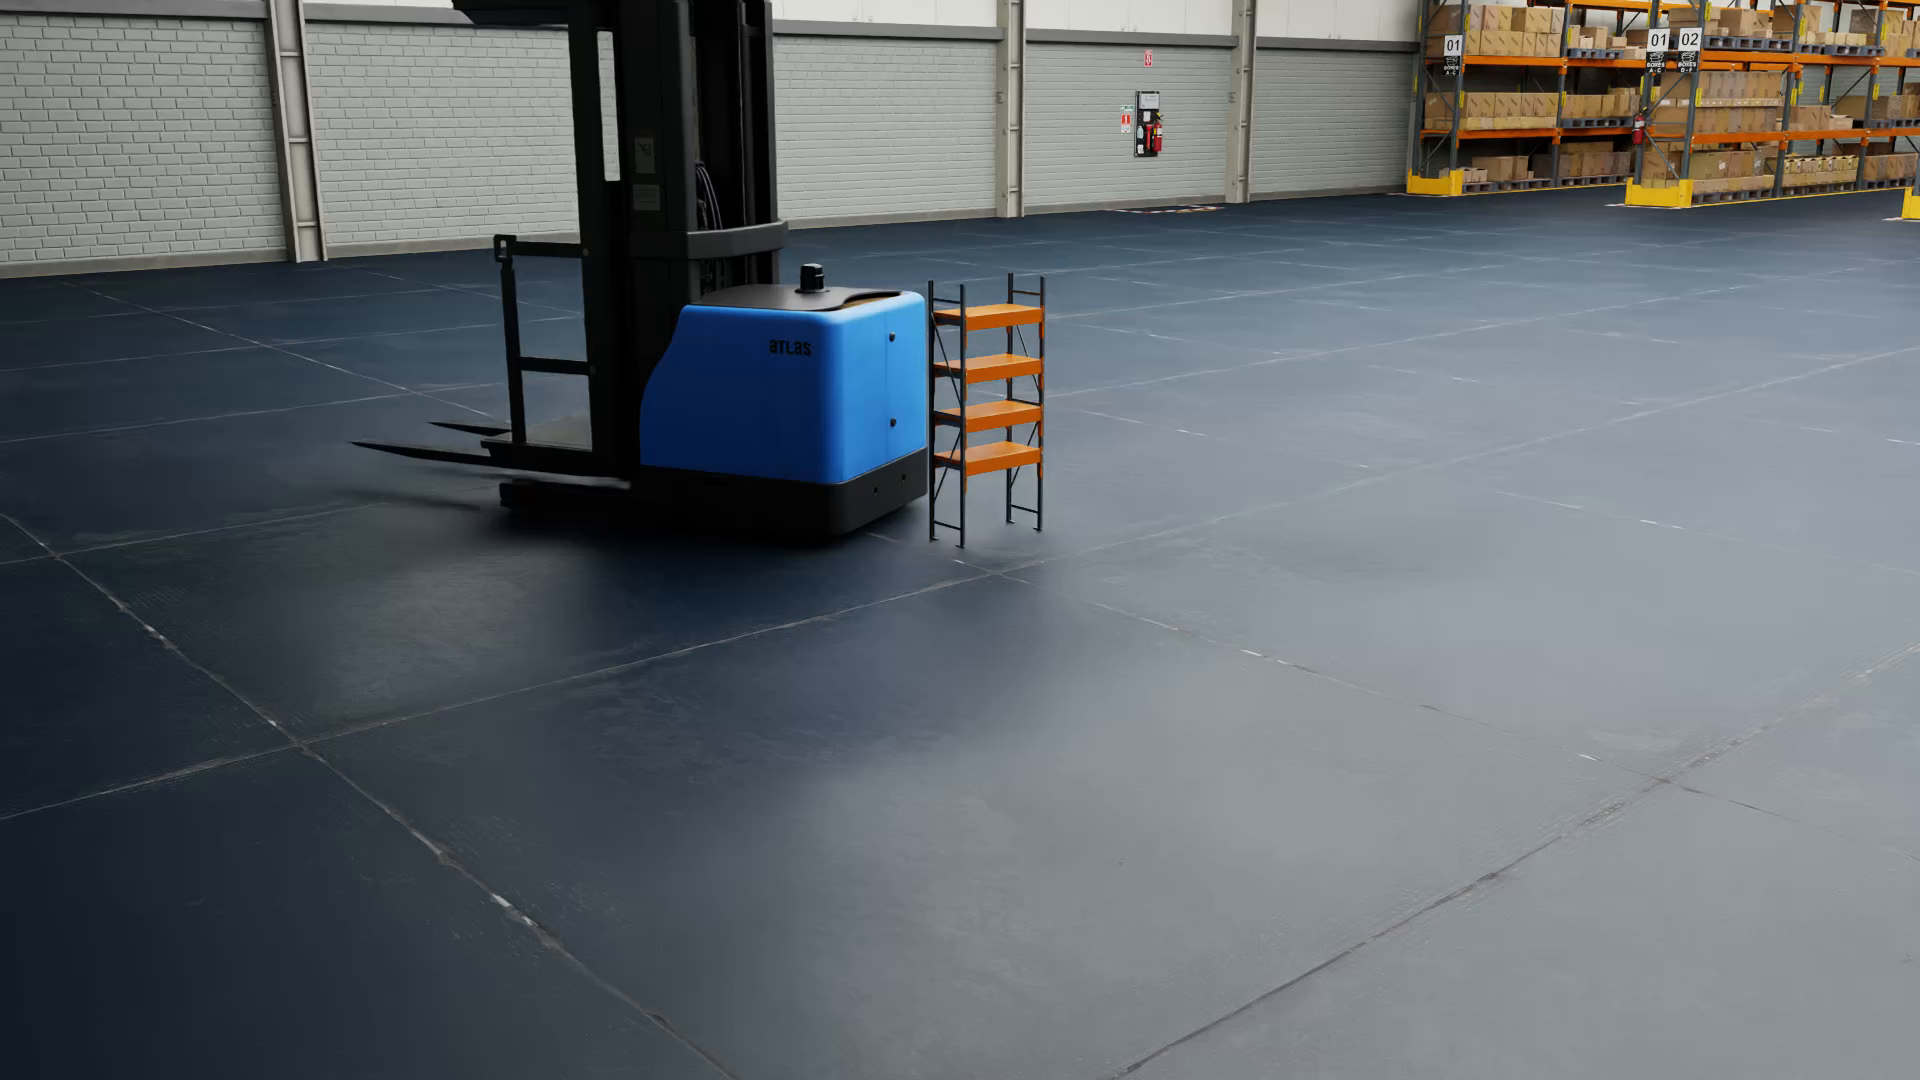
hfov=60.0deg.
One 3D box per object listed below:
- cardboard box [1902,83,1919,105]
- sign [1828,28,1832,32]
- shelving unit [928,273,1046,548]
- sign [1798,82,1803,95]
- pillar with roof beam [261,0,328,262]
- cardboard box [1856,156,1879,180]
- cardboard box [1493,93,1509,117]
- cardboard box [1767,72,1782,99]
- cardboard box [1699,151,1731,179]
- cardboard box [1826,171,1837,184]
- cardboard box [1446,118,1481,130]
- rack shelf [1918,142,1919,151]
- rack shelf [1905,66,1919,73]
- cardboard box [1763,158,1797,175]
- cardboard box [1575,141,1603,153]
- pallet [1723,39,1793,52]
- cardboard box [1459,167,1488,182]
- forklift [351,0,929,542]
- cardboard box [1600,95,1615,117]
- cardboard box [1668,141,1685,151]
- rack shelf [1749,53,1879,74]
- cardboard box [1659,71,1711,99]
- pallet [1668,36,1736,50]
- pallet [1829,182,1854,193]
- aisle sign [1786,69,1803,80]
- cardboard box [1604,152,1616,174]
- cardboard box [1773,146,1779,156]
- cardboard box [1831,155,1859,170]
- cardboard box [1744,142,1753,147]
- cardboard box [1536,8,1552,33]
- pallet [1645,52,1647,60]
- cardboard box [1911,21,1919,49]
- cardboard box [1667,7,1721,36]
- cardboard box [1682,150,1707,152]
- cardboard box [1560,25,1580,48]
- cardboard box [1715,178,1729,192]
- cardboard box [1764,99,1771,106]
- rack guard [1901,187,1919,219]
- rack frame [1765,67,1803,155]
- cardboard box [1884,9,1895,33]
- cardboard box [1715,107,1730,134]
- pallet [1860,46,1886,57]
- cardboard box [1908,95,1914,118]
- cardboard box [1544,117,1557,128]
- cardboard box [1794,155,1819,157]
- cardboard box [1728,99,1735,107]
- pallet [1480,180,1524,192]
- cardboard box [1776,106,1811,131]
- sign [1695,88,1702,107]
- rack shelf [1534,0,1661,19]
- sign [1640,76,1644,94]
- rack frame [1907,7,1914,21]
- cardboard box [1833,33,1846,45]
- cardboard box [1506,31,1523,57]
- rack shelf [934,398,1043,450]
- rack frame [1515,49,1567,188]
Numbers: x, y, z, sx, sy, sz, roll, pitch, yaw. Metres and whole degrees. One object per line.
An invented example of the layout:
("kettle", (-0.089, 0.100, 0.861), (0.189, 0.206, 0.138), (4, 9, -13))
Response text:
("cardboard box", (22.463, -10.479, 39.037), (0.500, 0.500, 0.500), (-13, 19, -39))
("sign", (18.879, -10.939, 36.076), (0.005, 0.325, 0.100), (-13, 19, -39))
("shelving unit", (0.125, -0.608, 7.700), (0.503, 1.200, 0.258), (-13, 19, -39))
("sign", (22.360, -12.019, 44.231), (0.005, 0.325, 0.100), (-13, 19, -39))
("pillar with roof beam", (-5.375, -7.024, 16.609), (0.400, 9.000, 9.100), (-13, 19, -39))
("cardboard box", (19.765, -8.160, 36.479), (0.500, 0.500, 0.500), (-12, 19, -37))
("cardboard box", (11.275, -9.233, 35.301), (0.500, 0.500, 0.500), (-13, 20, -41))
("cardboard box", (15.886, -9.055, 33.130), (0.500, 0.500, 0.700), (-13, 19, -39))
("cardboard box", (14.494, -7.235, 32.086), (0.500, 0.500, 0.500), (-13, 19, -39))
("cardboard box", (18.229, -7.699, 35.276), (0.500, 0.250, 0.500), (-12, 19, -38))
("cardboard box", (10.521, -8.701, 34.762), (0.500, 0.250, 0.500), (-13, 20, -41))
("rack shelf", (17.956, -6.805, 28.808), (4.000, 0.370, 1.077), (-13, 19, -39))
("rack shelf", (23.760, -11.252, 39.644), (4.000, 0.370, 1.077), (-13, 19, -39))
("cardboard box", (16.692, -7.623, 33.905), (0.500, 0.311, 0.500), (-13, 19, -39))
("cardboard box", (14.614, -9.160, 38.770), (0.500, 0.250, 0.500), (-13, 20, -40))
("pallet", (15.590, -9.713, 32.661), (1.213, 0.211, 1.003), (-13, 19, -39))
("cardboard box", (10.955, -7.852, 35.693), (0.500, 0.311, 0.500), (-11, 18, -35))
("forklift", (-1.718, -1.639, 8.206), (3.031, 2.935, 1.130), (7, 16, 23))
("cardboard box", (14.706, -10.062, 38.560), (0.500, 0.500, 0.700), (-13, 19, -39))
("cardboard box", (17.285, -9.508, 40.886), (0.750, 0.750, 0.750), (-13, 20, -40))
("rack shelf", (17.725, -9.897, 34.571), (4.000, 0.370, 1.077), (-13, 19, -39))
("cardboard box", (13.599, -8.540, 31.200), (0.500, 0.500, 0.700), (-13, 19, -39))
("pallet", (13.749, -9.300, 31.113), (1.213, 0.211, 1.003), (-13, 19, -39))
("pallet", (18.587, -7.655, 35.999), (1.213, 0.211, 1.003), (-13, 19, -39))
("aisle sign", (22.265, -12.663, 44.306), (0.004, 0.787, 0.394), (-13, 19, -39))
("cardboard box", (15.005, -8.906, 39.270), (0.500, 0.500, 0.700), (-13, 20, -39))
("cardboard box", (21.552, -10.310, 44.566), (0.500, 0.500, 0.700), (-13, 19, -39))
("cardboard box", (19.000, -8.143, 35.850), (0.500, 0.311, 0.500), (-12, 19, -38))
("cardboard box", (20.400, -10.302, 43.278), (0.250, 0.149, 0.380), (-13, 20, -41))
("cardboard box", (12.353, -11.177, 35.800), (0.500, 0.500, 0.500), (-11, 19, -36))
("pallet", (16.430, -11.575, 39.826), (1.003, 0.211, 1.213), (-12, 19, -37))
("cardboard box", (21.334, -11.372, 37.497), (0.600, 0.600, 0.600), (-13, 20, -40))
("cardboard box", (13.635, -9.645, 30.948), (0.637, 0.503, 0.797), (-11, 18, -36))
("cardboard box", (14.531, -7.421, 32.781), (0.500, 0.500, 0.500), (-13, 19, -39))
("cardboard box", (13.427, -11.198, 37.039), (0.500, 0.500, 0.500), (-9, 18, -32))
("cardboard box", (14.502, -6.871, 32.175), (0.500, 0.250, 0.500), (-13, 19, -39))
("cardboard box", (15.768, -8.644, 32.848), (0.250, 0.149, 0.380), (-13, 20, -41))
("rack guard", (16.474, -5.628, 27.852), (0.348, 0.500, 1.175), (-13, 19, -39))
("rack frame", (22.014, -11.453, 44.815), (0.127, 3.000, 1.000), (-13, 19, -39))
("cardboard box", (19.952, -11.274, 36.200), (0.500, 0.500, 0.500), (-13, 19, -39))
("cardboard box", (14.331, -8.077, 31.981), (0.500, 0.500, 0.700), (-12, 19, -39))
("pallet", (18.780, -10.360, 35.275), (1.003, 0.211, 1.213), (-12, 19, -37))
("cardboard box", (21.270, -9.897, 37.983), (0.500, 0.500, 0.700), (-9, 17, -31))
("cardboard box", (12.803, -9.218, 36.700), (0.500, 0.250, 0.500), (-13, 19, -39))
("cardboard box", (18.255, -8.157, 35.904), (0.500, 0.311, 0.500), (-13, 20, -41))
("cardboard box", (14.606, -8.384, 31.873), (0.250, 0.149, 0.380), (-13, 20, -40))
("pallet", (11.557, -7.745, 36.335), (1.213, 0.211, 1.003), (-13, 19, -39))
("cardboard box", (17.204, -8.721, 34.393), (0.500, 0.500, 0.500), (-11, 18, -35))
("sign", (13.559, -8.126, 30.529), (0.005, 0.325, 0.100), (-13, 19, -39))
("rack shelf", (14.470, -12.117, 37.843), (4.000, 0.370, 1.077), (-13, 19, -39))
("sign", (12.853, -8.561, 31.284), (0.005, 0.325, 0.100), (-13, 19, -39))
("rack frame", (22.251, -12.710, 37.896), (0.127, 3.000, 1.000), (-13, 19, -39))
("cardboard box", (18.106, -10.439, 34.682), (0.500, 0.250, 0.500), (-13, 20, -40))
("cardboard box", (11.568, -10.525, 35.297), (0.500, 0.500, 0.500), (-11, 19, -36))
("rack shelf", (0.125, -0.543, 7.717), (0.480, 0.148, 0.258), (-13, 19, -39))
("rack frame", (12.962, -9.420, 37.204), (0.127, 3.000, 1.000), (-13, 19, -39))
